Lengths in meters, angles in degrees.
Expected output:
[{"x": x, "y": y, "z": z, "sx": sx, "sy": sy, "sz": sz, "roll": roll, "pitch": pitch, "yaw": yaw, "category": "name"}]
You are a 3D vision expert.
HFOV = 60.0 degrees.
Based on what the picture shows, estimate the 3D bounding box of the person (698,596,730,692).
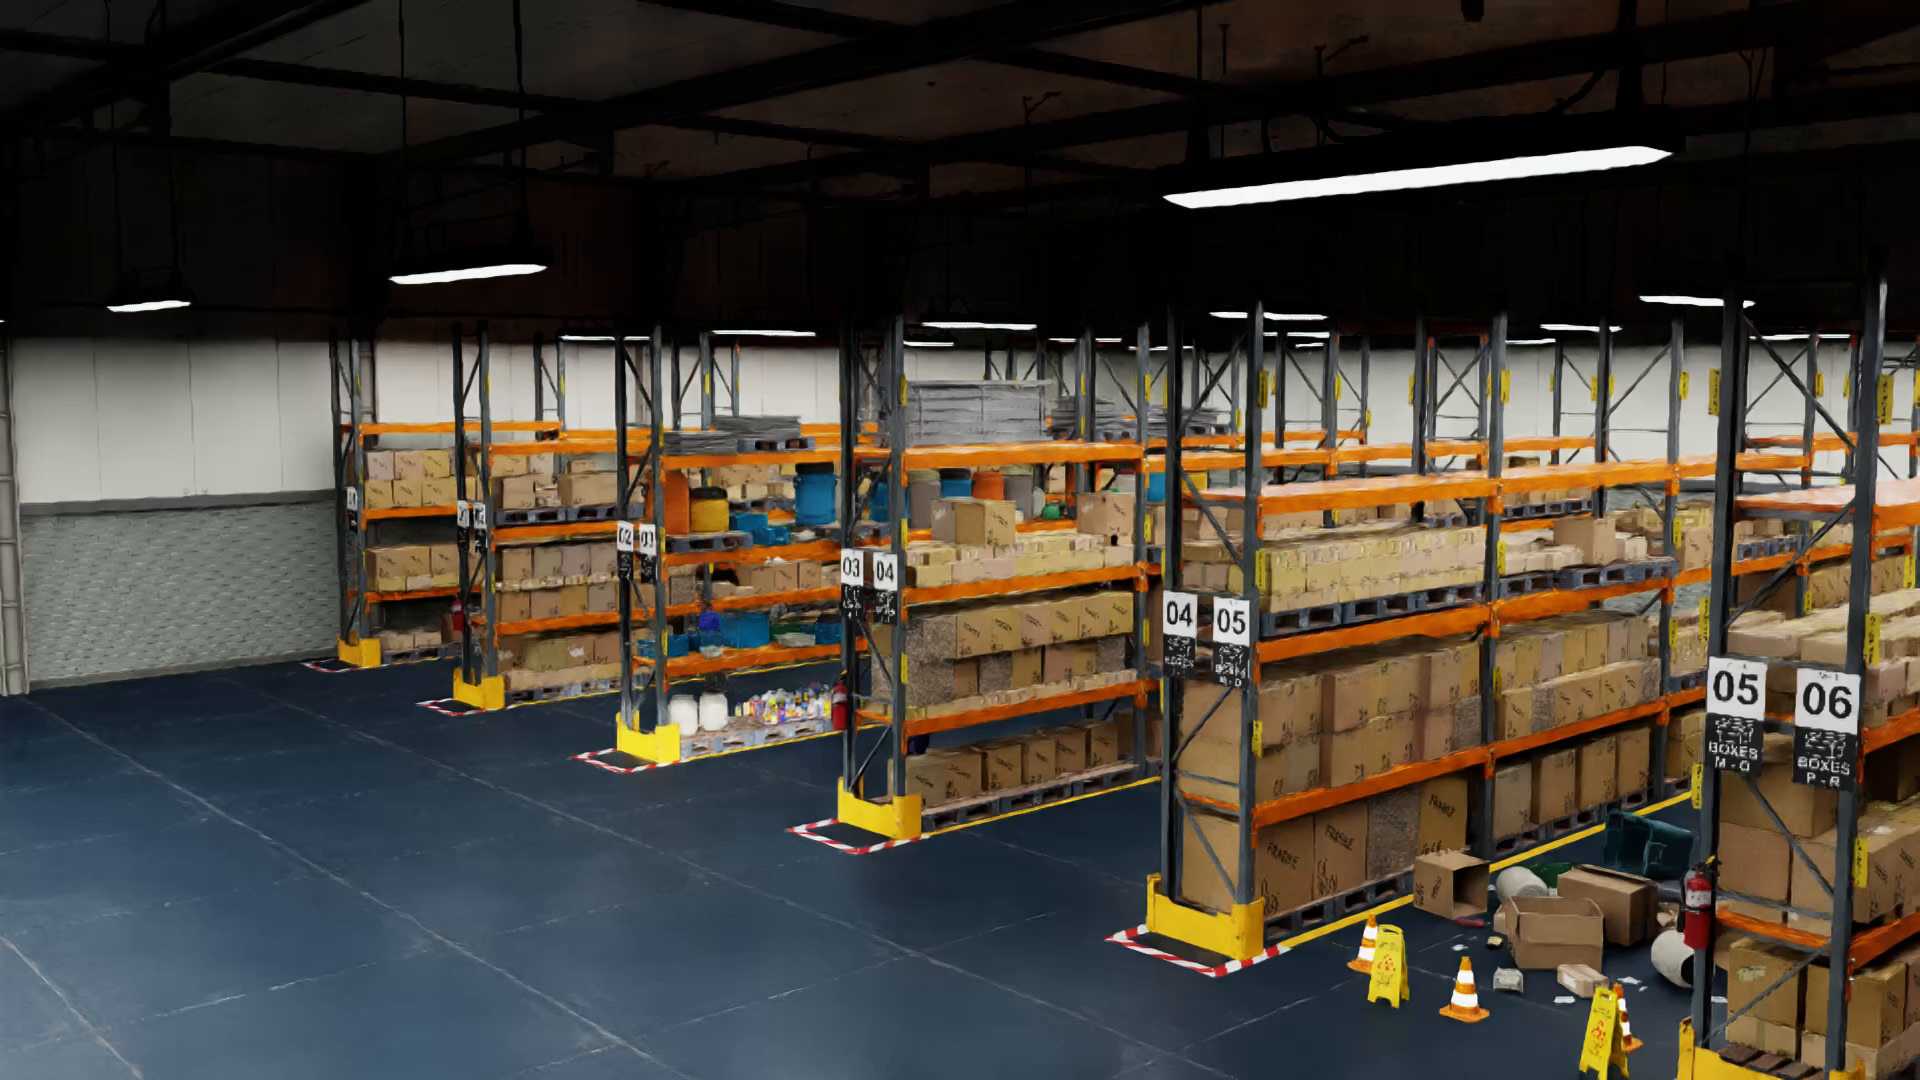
[{"x": -4.055, "y": 1.702, "z": 27.138, "sx": 0.513, "sy": 1.590, "sz": 0.592, "roll": -5, "pitch": 8, "yaw": -43, "category": "person"}]

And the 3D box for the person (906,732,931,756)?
[{"x": -0.585, "y": 2.305, "z": 21.017, "sx": 0.507, "sy": 1.594, "sz": 0.607, "roll": -5, "pitch": 8, "yaw": -43, "category": "person"}]

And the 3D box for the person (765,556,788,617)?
[{"x": -3.826, "y": 0.925, "z": 34.150, "sx": 0.536, "sy": 1.707, "sz": 1.037, "roll": 5, "pitch": 7, "yaw": 39, "category": "person"}]
